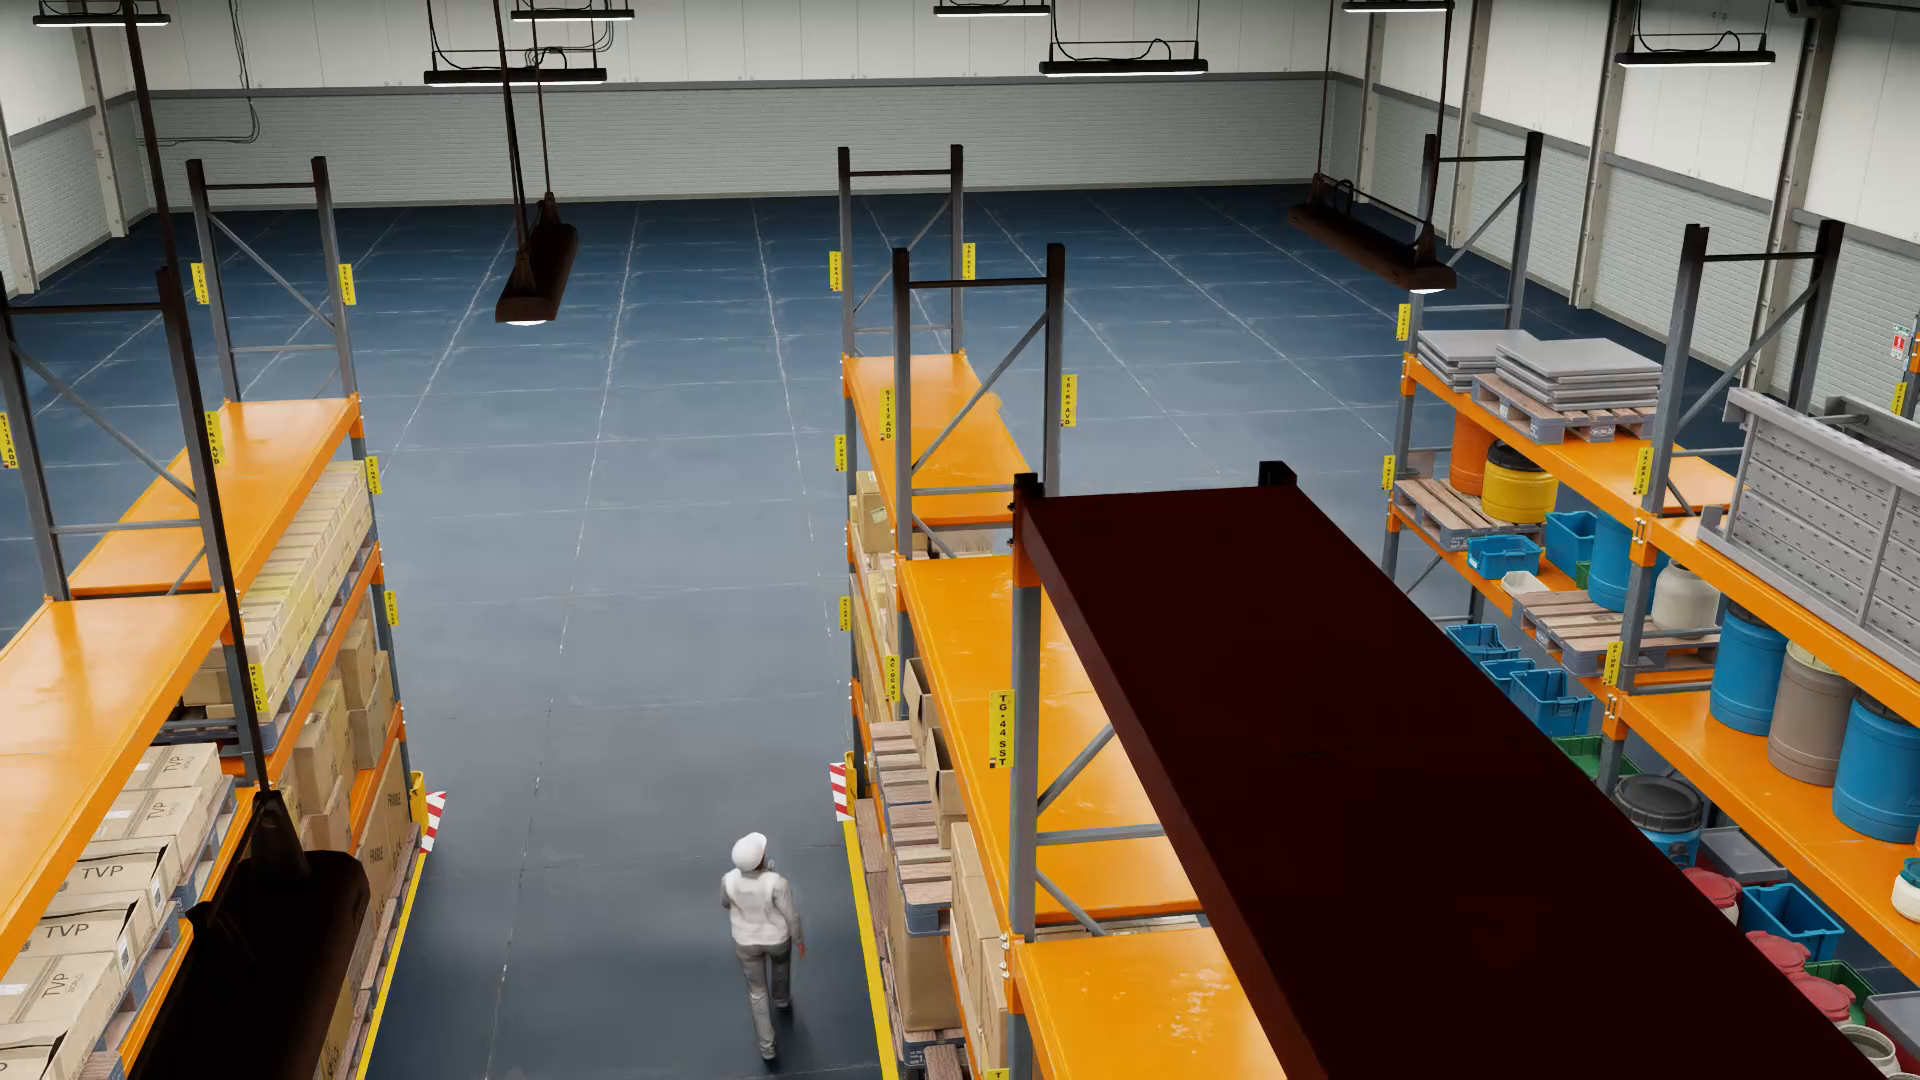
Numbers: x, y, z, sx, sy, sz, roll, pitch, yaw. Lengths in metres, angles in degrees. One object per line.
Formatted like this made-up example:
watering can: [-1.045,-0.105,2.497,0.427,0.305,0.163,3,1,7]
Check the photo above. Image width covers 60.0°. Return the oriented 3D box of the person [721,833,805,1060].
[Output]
person: [-1.432,2.866,12.123,0.589,1.755,0.938,-3,22,-7]
